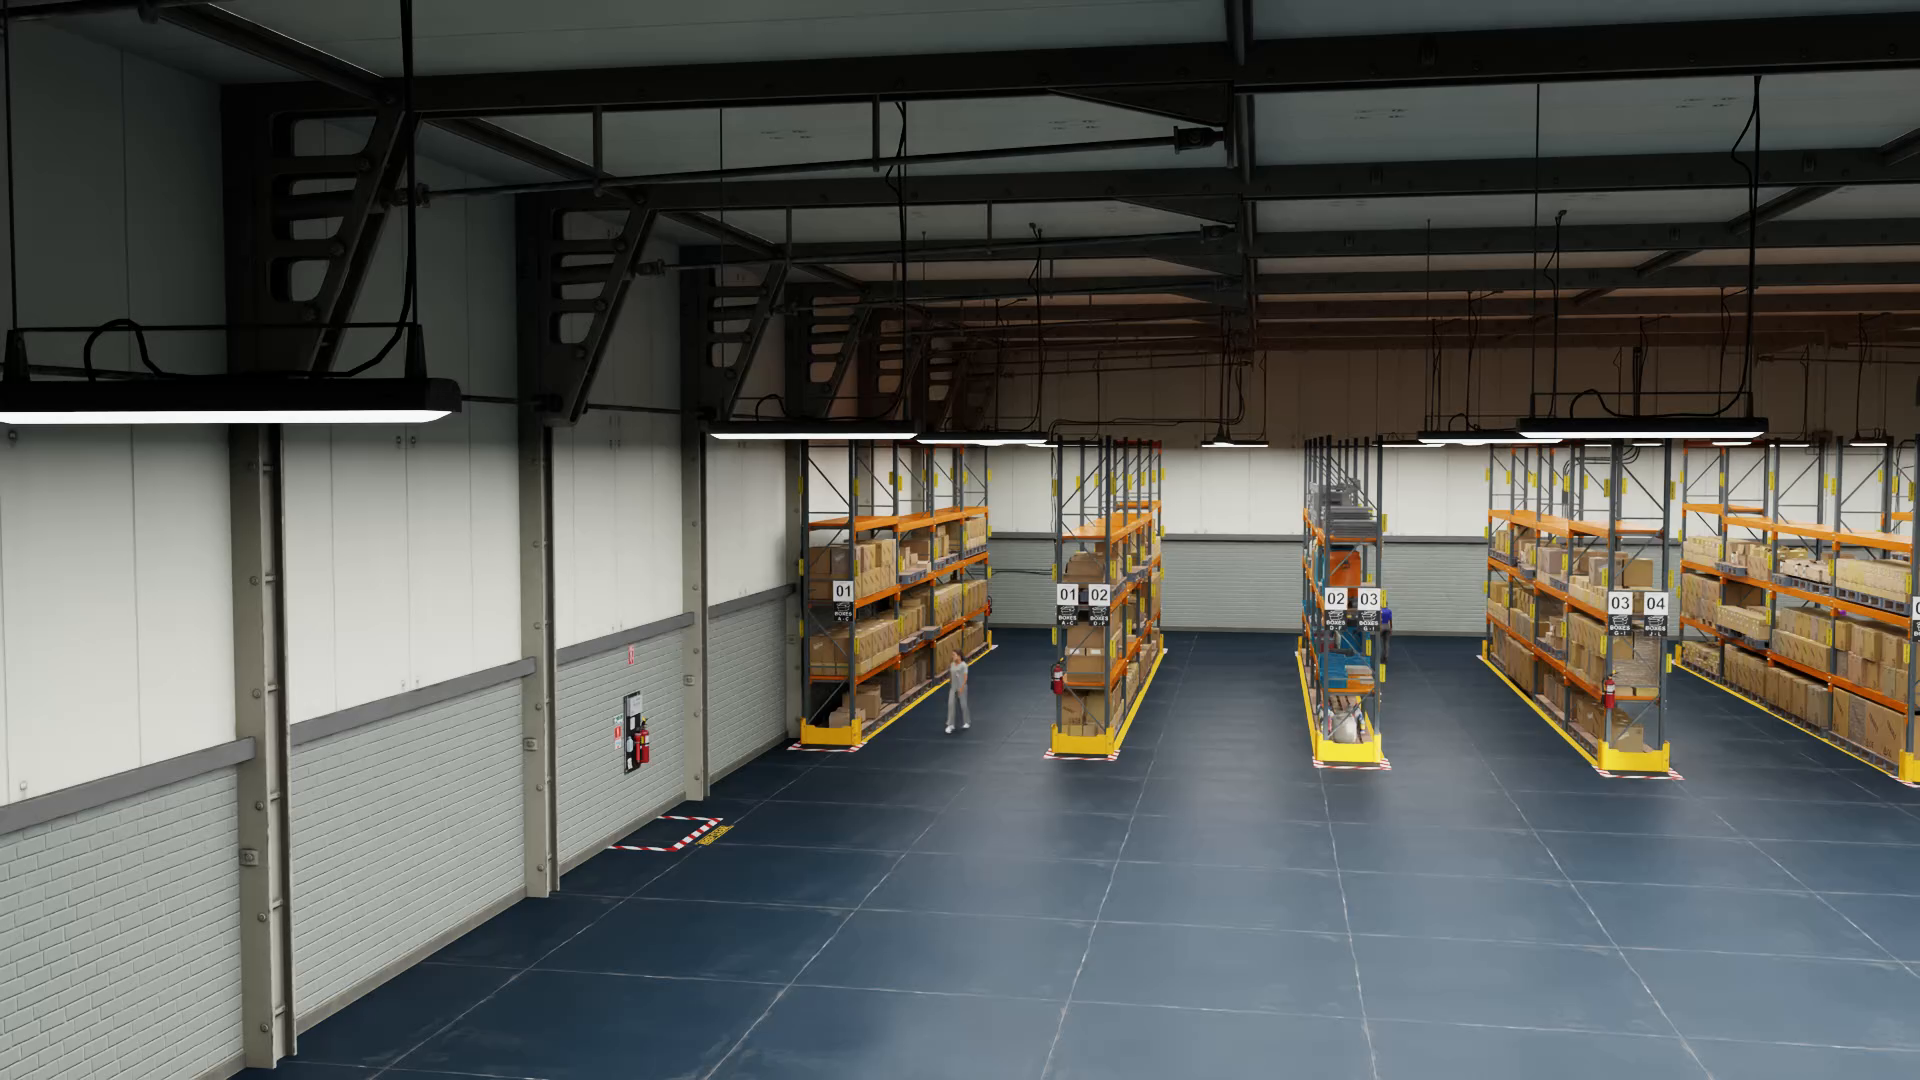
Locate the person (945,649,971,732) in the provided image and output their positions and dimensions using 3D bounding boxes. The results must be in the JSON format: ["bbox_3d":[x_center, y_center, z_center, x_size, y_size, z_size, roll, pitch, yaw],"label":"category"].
[{"bbox_3d":[-0.065,3.051,33.923,0.475,1.651,0.842,2,4,31],"label":"person"}]

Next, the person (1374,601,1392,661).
[{"bbox_3d":[11.536,2.463,45.260,0.488,1.685,0.411,-1,3,-16],"label":"person"}]

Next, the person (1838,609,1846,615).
[{"bbox_3d":[23.831,2.405,45.012,0.661,1.750,0.584,1,3,14],"label":"person"}]
